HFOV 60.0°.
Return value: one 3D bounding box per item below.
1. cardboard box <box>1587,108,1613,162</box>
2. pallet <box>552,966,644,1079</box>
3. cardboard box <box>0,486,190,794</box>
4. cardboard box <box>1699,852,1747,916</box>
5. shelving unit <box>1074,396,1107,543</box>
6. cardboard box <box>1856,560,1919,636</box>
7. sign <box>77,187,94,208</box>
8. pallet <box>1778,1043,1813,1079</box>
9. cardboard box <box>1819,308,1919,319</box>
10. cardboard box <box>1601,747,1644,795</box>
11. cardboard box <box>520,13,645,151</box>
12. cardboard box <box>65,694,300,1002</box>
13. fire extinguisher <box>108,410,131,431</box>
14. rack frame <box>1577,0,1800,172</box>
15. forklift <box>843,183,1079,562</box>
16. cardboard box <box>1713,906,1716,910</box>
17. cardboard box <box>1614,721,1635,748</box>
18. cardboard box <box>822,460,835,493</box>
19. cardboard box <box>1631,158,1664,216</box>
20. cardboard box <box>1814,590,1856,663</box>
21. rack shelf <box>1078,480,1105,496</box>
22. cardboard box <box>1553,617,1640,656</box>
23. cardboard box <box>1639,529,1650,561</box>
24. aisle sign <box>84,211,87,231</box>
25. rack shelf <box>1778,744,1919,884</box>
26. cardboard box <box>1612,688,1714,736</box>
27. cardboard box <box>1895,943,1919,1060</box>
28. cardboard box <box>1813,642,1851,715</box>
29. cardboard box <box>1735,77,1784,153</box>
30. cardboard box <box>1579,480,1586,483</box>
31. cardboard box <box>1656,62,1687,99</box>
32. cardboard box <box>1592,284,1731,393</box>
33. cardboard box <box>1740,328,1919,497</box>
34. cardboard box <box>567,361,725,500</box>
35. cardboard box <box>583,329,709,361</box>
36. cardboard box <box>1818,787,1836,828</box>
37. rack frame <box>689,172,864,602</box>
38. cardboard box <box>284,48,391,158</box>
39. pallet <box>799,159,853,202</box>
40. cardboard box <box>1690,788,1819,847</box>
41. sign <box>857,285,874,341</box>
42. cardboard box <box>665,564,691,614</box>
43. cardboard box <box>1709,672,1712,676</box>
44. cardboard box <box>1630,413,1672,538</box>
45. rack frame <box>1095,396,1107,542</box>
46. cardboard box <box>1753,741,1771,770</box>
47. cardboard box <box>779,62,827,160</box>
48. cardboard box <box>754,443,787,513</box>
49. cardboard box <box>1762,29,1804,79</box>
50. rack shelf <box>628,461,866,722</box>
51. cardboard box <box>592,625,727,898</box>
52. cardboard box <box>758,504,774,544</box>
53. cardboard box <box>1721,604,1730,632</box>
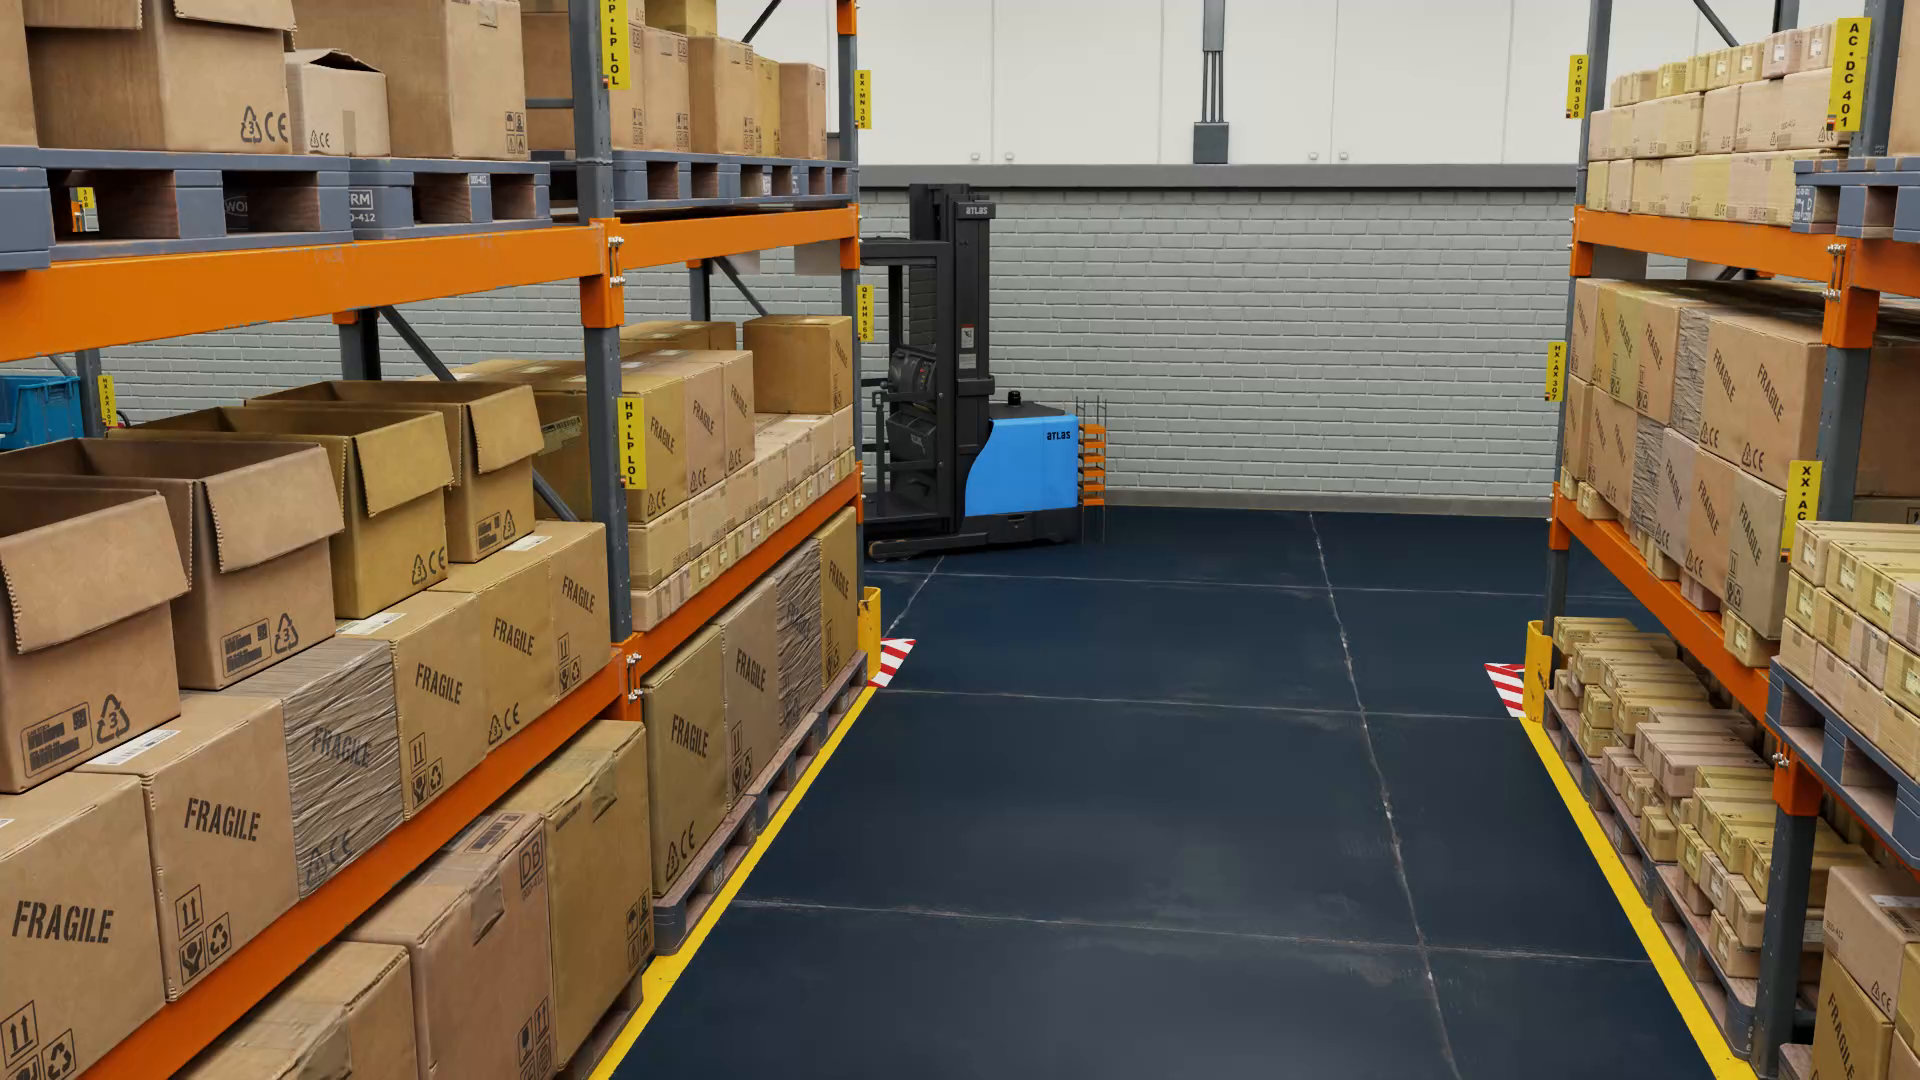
[{"bbox_3d":[3.471,-2.033,8.355,0.500,0.250,0.500,2,12,10],"label":"cardboard box"},{"bbox_3d":[-1.748,1.697,5.620,1.003,0.211,1.213,2,12,9],"label":"pallet"},{"bbox_3d":[-2.087,0.177,3.435,0.797,0.503,0.637,2,12,10],"label":"cardboard box"},{"bbox_3d":[2.945,1.263,6.079,0.380,0.149,0.250,1,12,6],"label":"cardboard box"},{"bbox_3d":[1.088,-0.592,13.892,0.189,1.200,0.258,-3,12,-12],"label":"shelving unit"},{"bbox_3d":[2.588,0.157,4.330,0.380,0.149,0.250,2,12,9],"label":"cardboard box"},{"bbox_3d":[-5.437,-2.223,10.319,0.100,0.325,0.005,2,12,9],"label":"sign"},{"bbox_3d":[3.063,1.877,4.781,1.003,0.211,1.213,2,12,9],"label":"pallet"},{"bbox_3d":[3.665,-0.629,6.476,0.500,0.500,0.500,2,12,10],"label":"cardboard box"},{"bbox_3d":[3.192,1.071,7.676,0.380,0.149,0.250,1,12,6],"label":"cardboard box"},{"bbox_3d":[-1.643,-1.764,6.466,0.700,0.500,0.500,1,12,5],"label":"cardboard box"},{"bbox_3d":[-1.823,0.648,3.631,0.500,0.500,0.500,2,12,8],"label":"cardboard box"},{"bbox_3d":[-5.510,-0.619,10.816,0.296,0.674,0.183,2,12,9],"label":"fire extinguisher"},{"bbox_3d":[3.797,-3.413,8.471,1.000,3.000,0.127,2,12,9],"label":"rack frame"},{"bbox_3d":[-0.573,-1.382,13.448,3.031,2.935,1.130,-5,13,-22],"label":"forklift"},{"bbox_3d":[3.028,1.396,6.164,0.380,0.149,0.250,2,12,10],"label":"cardboard box"},{"bbox_3d":[3.321,0.880,7.852,0.380,0.149,0.250,1,12,6],"label":"cardboard box"},{"bbox_3d":[-0.896,-0.348,9.084,0.380,0.149,0.250,2,12,9],"label":"cardboard box"},{"bbox_3d":[3.324,-1.571,7.400,0.500,0.250,0.500,1,12,7],"label":"cardboard box"},{"bbox_3d":[2.629,0.245,4.628,0.380,0.149,0.250,2,12,8],"label":"cardboard box"},{"bbox_3d":[1.088,-0.431,13.927,0.180,0.103,0.258,-3,12,-12],"label":"rack shelf"},{"bbox_3d":[3.381,0.515,8.841,0.380,0.149,0.250,1,12,6],"label":"cardboard box"},{"bbox_3d":[3.234,0.026,7.351,0.380,0.149,0.250,2,12,11],"label":"cardboard box"},{"bbox_3d":[-5.682,-2.099,10.442,0.394,0.787,0.004,2,12,9],"label":"aisle sign"},{"bbox_3d":[2.874,1.120,3.383,1.077,0.370,4.000,2,12,9],"label":"rack shelf"},{"bbox_3d":[3.198,0.790,7.567,0.380,0.149,0.250,2,12,10],"label":"cardboard box"},{"bbox_3d":[2.728,1.258,4.191,0.500,0.250,0.500,2,12,10],"label":"cardboard box"},{"bbox_3d":[2.630,0.395,4.641,0.380,0.149,0.250,2,12,10],"label":"cardboard box"},{"bbox_3d":[3.093,-1.497,5.871,0.500,0.250,0.500,1,12,6],"label":"cardboard box"},{"bbox_3d":[3.425,-0.247,8.614,0.380,0.149,0.250,2,12,11],"label":"cardboard box"},{"bbox_3d":[3.243,-1.987,7.195,0.380,0.149,0.250,2,12,10],"label":"cardboard box"},{"bbox_3d":[3.394,-0.973,8.074,0.500,0.500,0.500,2,12,10],"label":"cardboard box"},{"bbox_3d":[2.987,-0.438,5.587,0.500,0.500,0.500,1,12,7],"label":"cardboard box"},{"bbox_3d":[-1.294,-0.462,6.887,0.500,0.500,0.500,2,12,9],"label":"cardboard box"},{"bbox_3d":[-1.580,-0.798,8.444,0.500,0.500,0.500,2,12,7],"label":"cardboard box"},{"bbox_3d":[3.548,1.020,6.498,0.380,0.149,0.250,2,12,7],"label":"cardboard box"},{"bbox_3d":[-1.089,-0.662,9.946,1.000,3.000,0.127,2,12,9],"label":"rack frame"},{"bbox_3d":[-1.961,-1.232,4.686,0.500,0.311,0.500,1,12,7],"label":"cardboard box"},{"bbox_3d":[-1.192,-1.930,8.921,1.003,0.211,1.213,2,12,9],"label":"pallet"},{"bbox_3d":[3.011,1.061,6.310,0.380,0.149,0.250,2,12,8],"label":"cardboard box"},{"bbox_3d":[-0.554,-1.324,9.704,0.100,0.325,0.005,2,12,9],"label":"sign"},{"bbox_3d":[-1.289,0.188,6.598,0.380,0.149,0.250,1,12,7],"label":"cardboard box"},{"bbox_3d":[3.956,0.644,8.244,0.380,0.149,0.250,2,12,7],"label":"cardboard box"},{"bbox_3d":[3.238,-0.270,7.184,0.500,0.500,0.500,2,12,7],"label":"cardboard box"},{"bbox_3d":[1.177,-0.596,13.912,0.006,1.200,0.240,-3,12,-12],"label":"rack frame"},{"bbox_3d":[3.795,0.951,7.526,0.380,0.149,0.250,3,12,11],"label":"cardboard box"},{"bbox_3d":[-1.116,-2.322,9.055,0.700,0.500,0.500,1,12,5],"label":"cardboard box"},{"bbox_3d":[-1.133,-0.305,7.937,0.500,0.250,0.500,2,12,9],"label":"cardboard box"},{"bbox_3d":[2.986,-1.662,5.687,0.380,0.149,0.250,2,12,9],"label":"cardboard box"},{"bbox_3d":[-1.396,0.106,8.090,1.077,0.370,4.000,2,12,9],"label":"rack shelf"},{"bbox_3d":[-1.523,0.869,6.888,0.875,0.875,0.875,2,12,9],"label":"cardboard box"},{"bbox_3d":[-1.091,-0.082,7.851,0.380,0.149,0.250,2,12,7],"label":"cardboard box"},{"bbox_3d":[3.026,0.297,6.091,0.380,0.149,0.250,2,12,11],"label":"cardboard box"}]
